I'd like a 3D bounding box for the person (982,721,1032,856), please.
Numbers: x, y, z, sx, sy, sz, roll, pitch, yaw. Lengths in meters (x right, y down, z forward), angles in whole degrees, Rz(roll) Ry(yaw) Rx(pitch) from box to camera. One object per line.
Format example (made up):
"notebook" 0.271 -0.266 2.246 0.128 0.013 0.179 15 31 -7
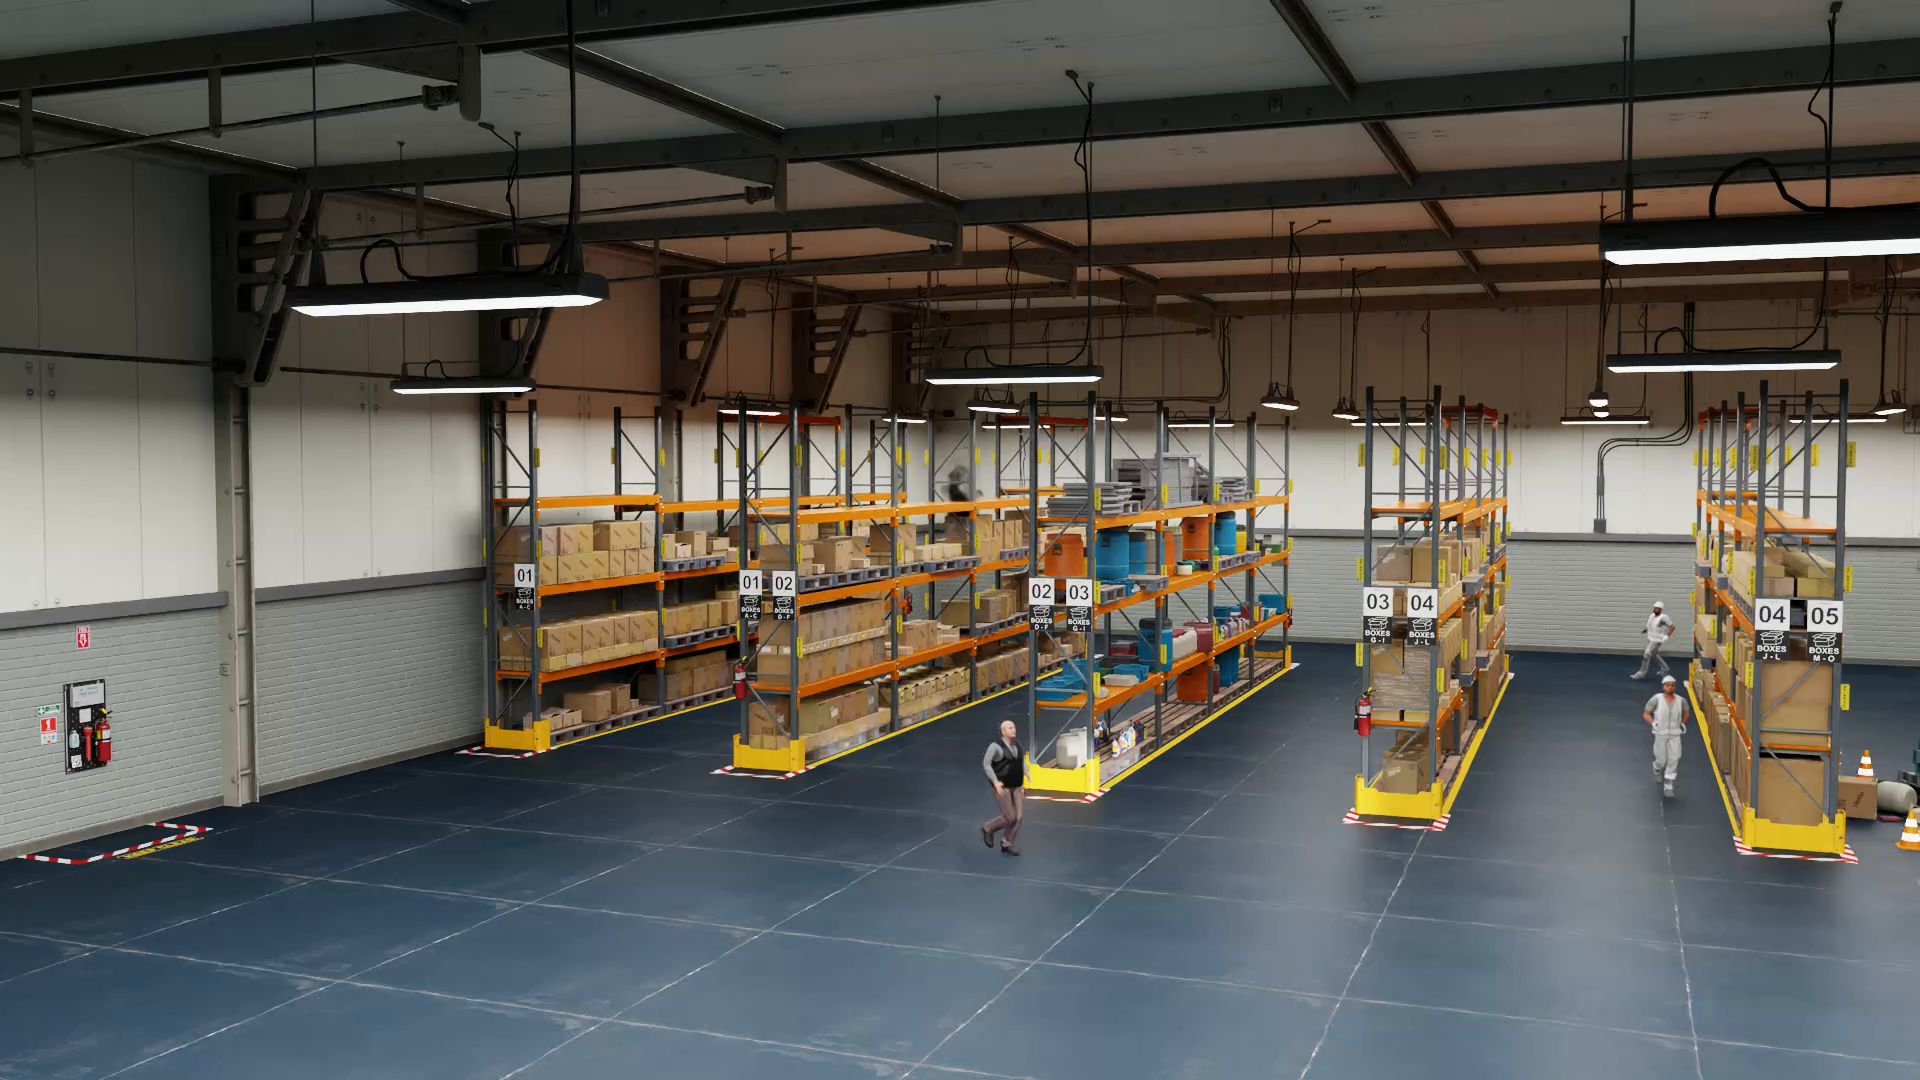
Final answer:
"person" 0.587 3.125 21.057 0.678 1.695 0.578 -3 4 -44

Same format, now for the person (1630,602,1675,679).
"person" 15.652 2.260 37.458 0.979 1.759 0.741 0 3 -5

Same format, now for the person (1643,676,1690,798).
"person" 10.495 2.891 24.662 0.667 1.763 0.860 1 3 12
